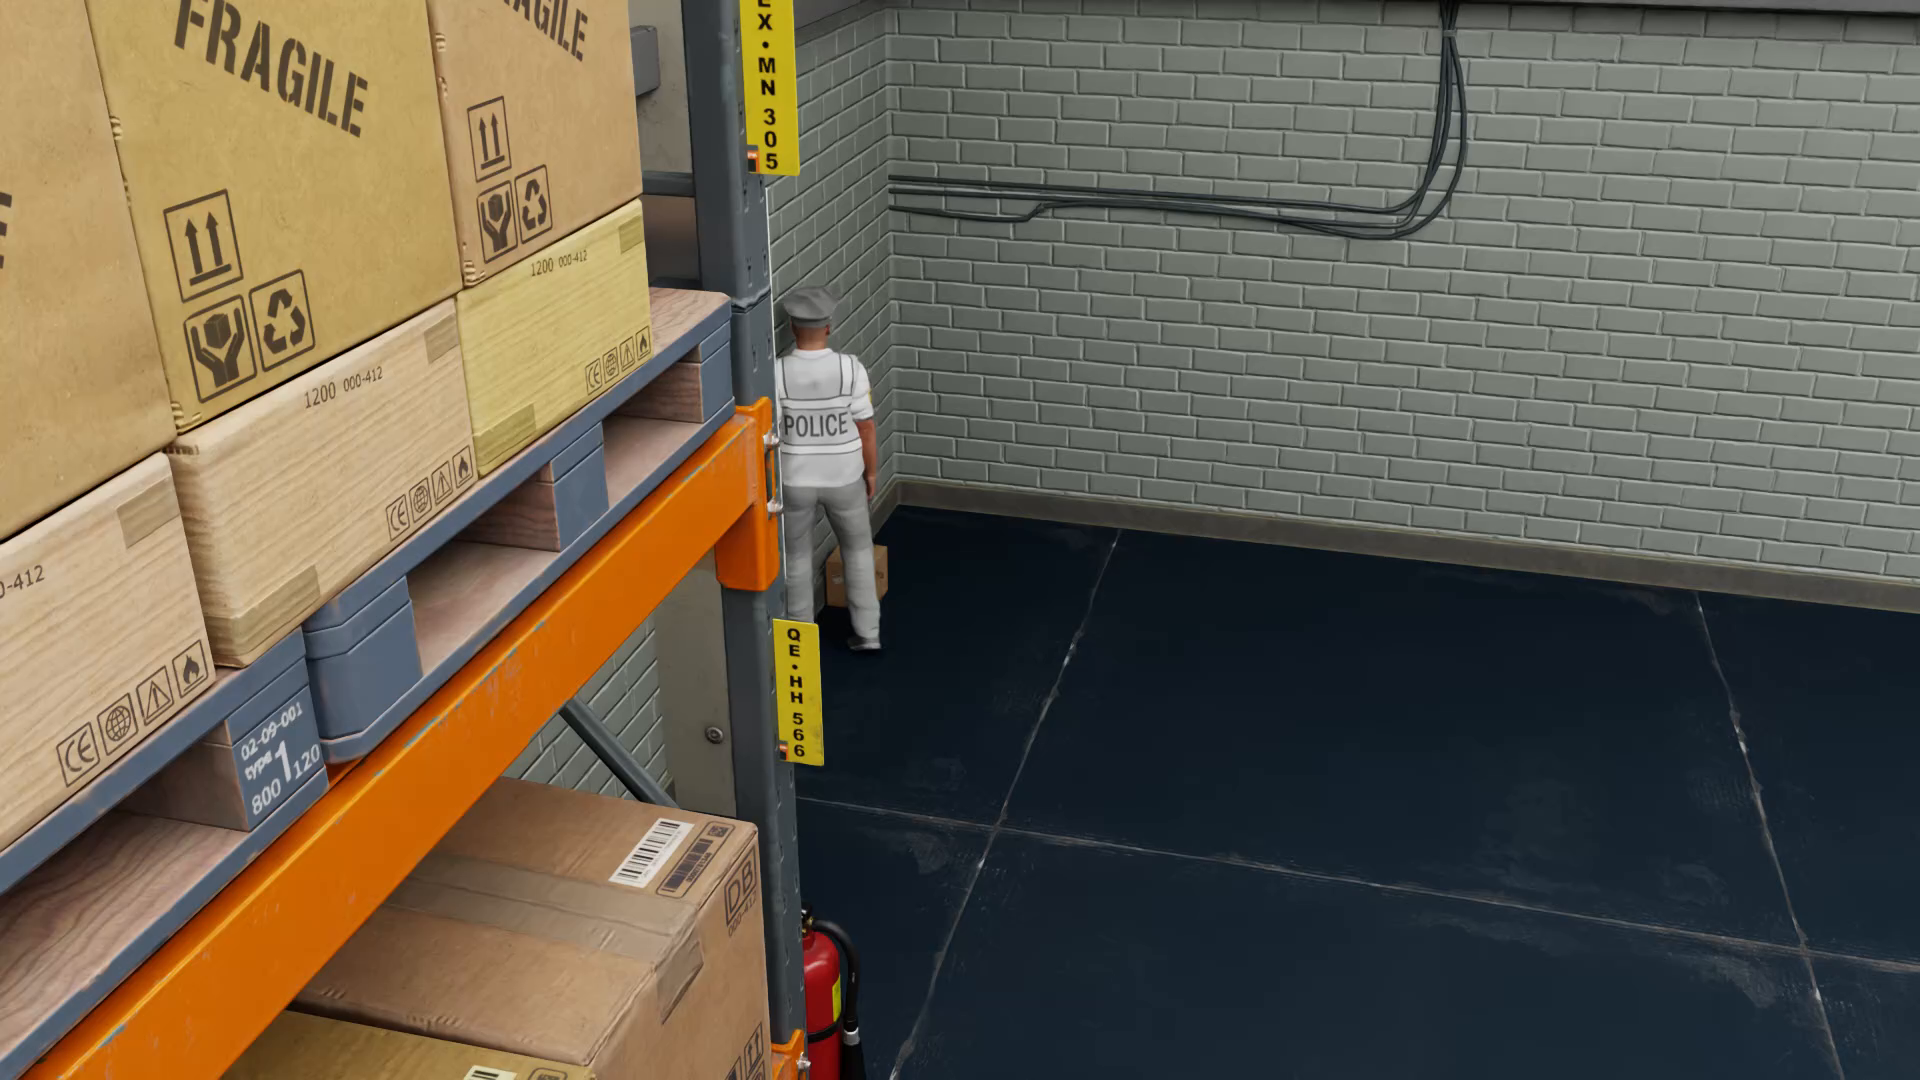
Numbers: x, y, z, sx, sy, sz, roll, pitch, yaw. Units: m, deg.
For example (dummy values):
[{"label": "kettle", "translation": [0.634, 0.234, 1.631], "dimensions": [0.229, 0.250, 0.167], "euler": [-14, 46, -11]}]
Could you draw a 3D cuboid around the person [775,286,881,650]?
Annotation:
[{"label": "person", "translation": [-0.667, -0.282, 7.742], "dimensions": [0.564, 1.833, 0.445], "euler": [-2, 25, -4]}]
